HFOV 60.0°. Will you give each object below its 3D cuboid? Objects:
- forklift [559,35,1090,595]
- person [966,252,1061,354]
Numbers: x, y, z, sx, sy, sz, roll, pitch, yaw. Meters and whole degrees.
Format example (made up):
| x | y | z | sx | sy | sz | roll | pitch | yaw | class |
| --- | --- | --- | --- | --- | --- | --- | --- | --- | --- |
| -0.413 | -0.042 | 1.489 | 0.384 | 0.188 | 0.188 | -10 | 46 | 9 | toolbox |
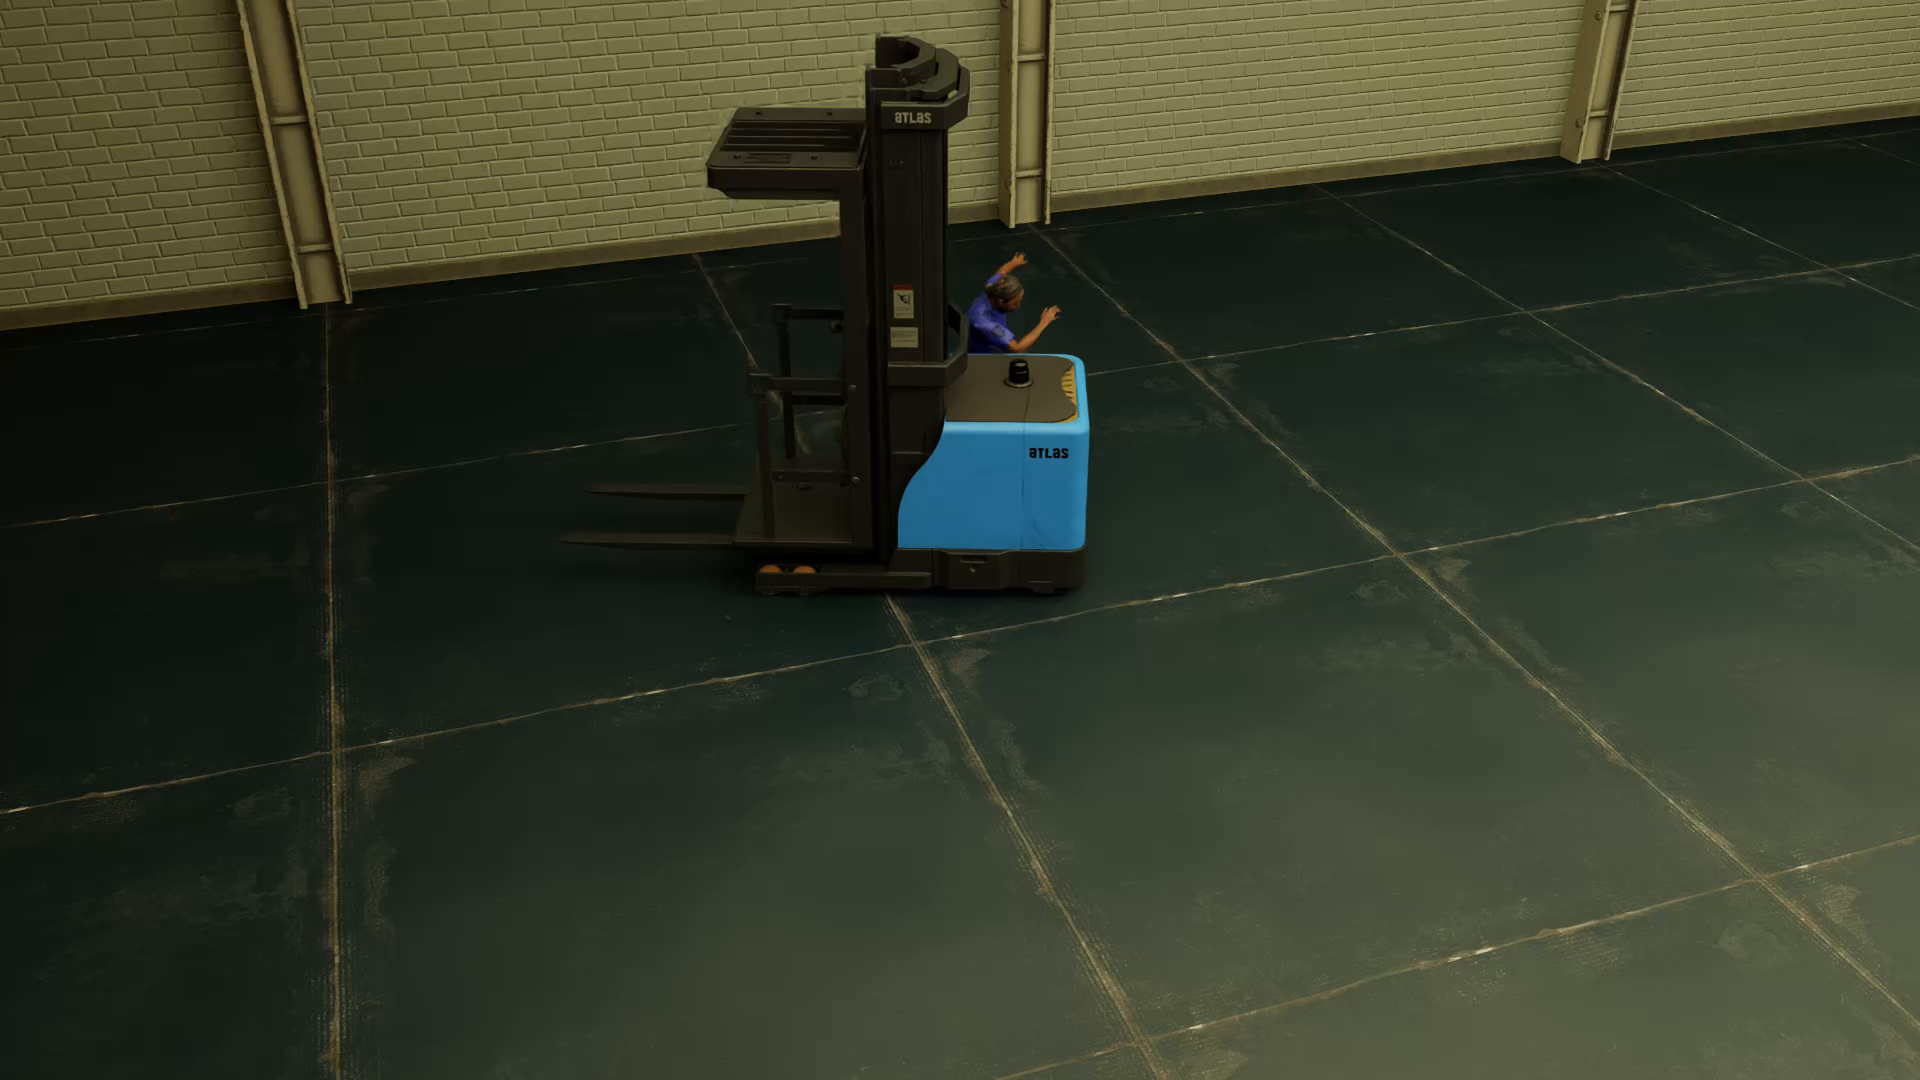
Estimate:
| x | y | z | sx | sy | sz | roll | pitch | yaw | class |
| --- | --- | --- | --- | --- | --- | --- | --- | --- | --- |
| -0.786 | -1.218 | 9.203 | 3.031 | 2.935 | 1.130 | 1 | 30 | 1 | forklift |
| 0.306 | -1.083 | 10.547 | 0.678 | 1.353 | 1.410 | 12 | 32 | 20 | person |
